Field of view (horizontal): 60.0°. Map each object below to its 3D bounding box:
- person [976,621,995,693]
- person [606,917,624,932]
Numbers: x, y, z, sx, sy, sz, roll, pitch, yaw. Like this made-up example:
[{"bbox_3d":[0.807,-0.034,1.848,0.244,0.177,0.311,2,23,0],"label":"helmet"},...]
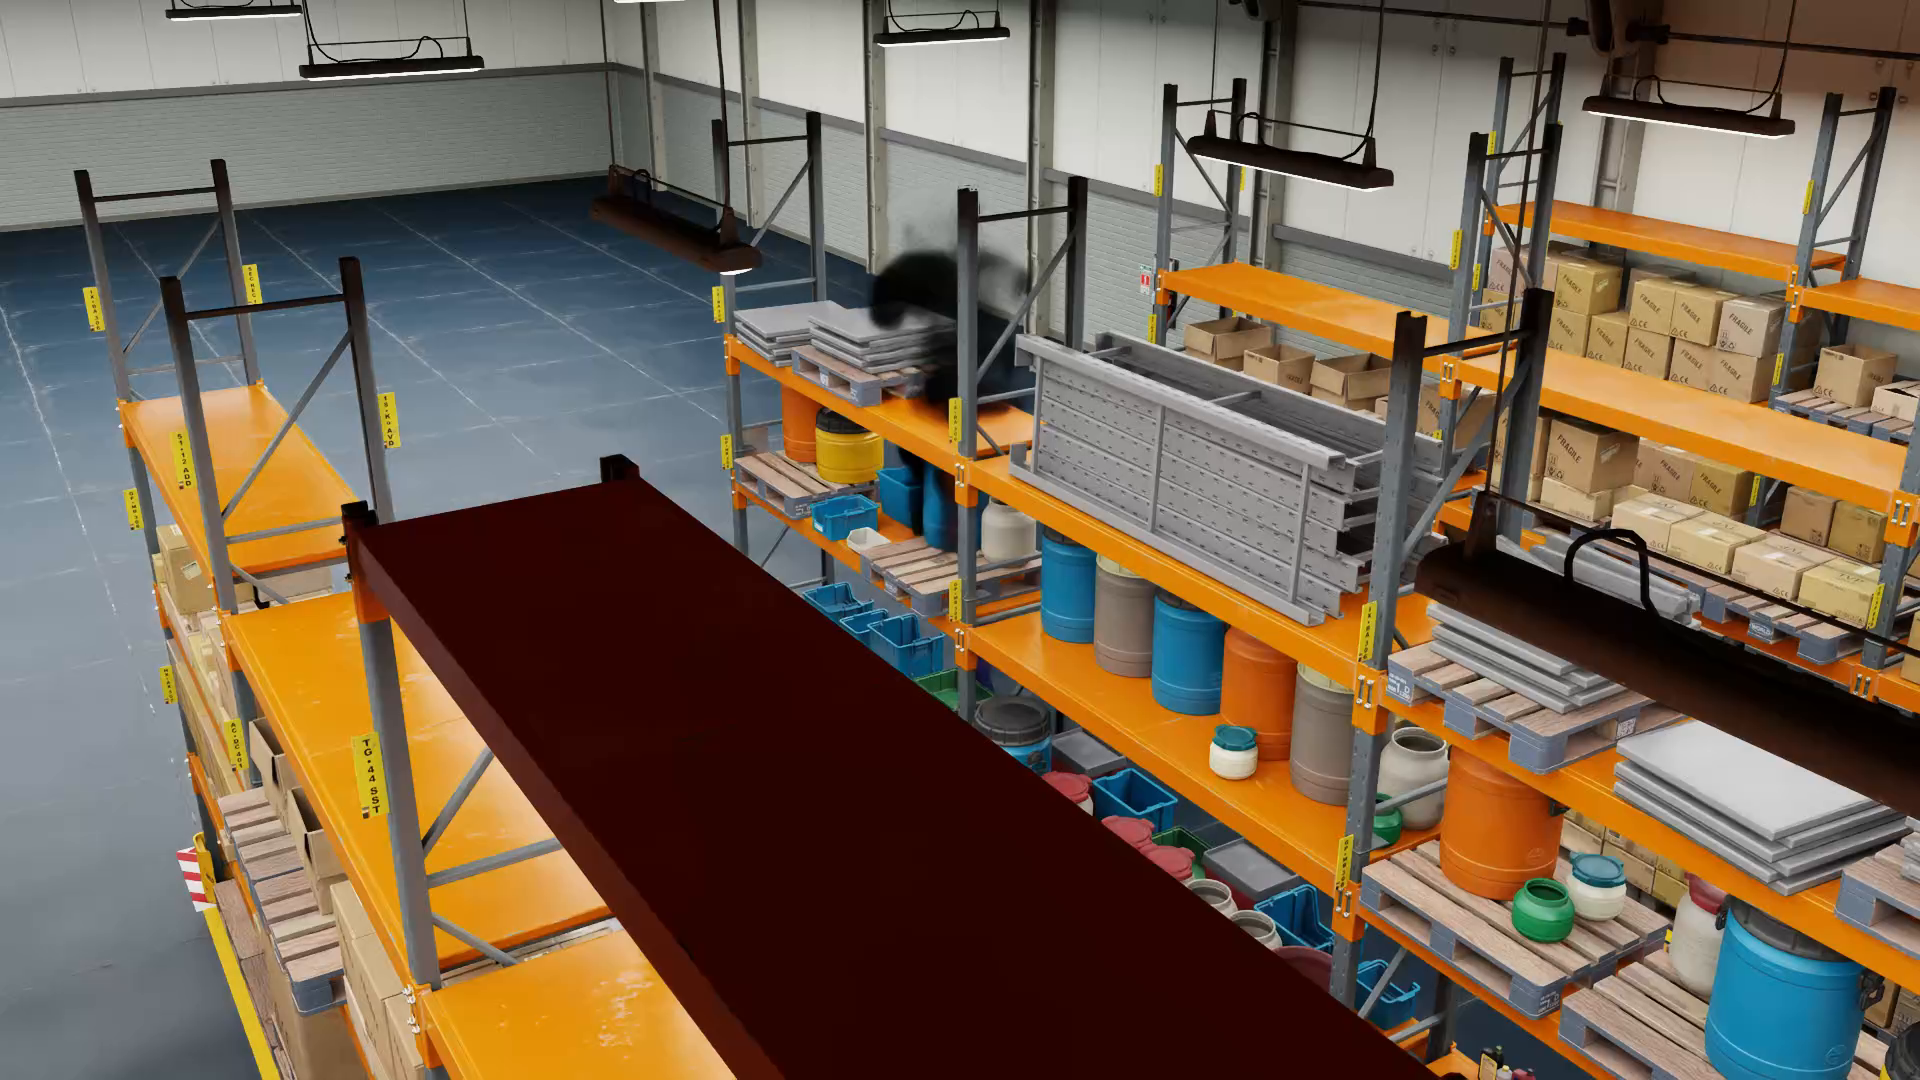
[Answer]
[{"bbox_3d":[0.133,0.859,16.423,0.597,1.737,0.643,-15,26,-32],"label":"person"},{"bbox_3d":[-2.601,2.751,11.627,0.591,1.711,0.576,-15,26,-33],"label":"person"}]
